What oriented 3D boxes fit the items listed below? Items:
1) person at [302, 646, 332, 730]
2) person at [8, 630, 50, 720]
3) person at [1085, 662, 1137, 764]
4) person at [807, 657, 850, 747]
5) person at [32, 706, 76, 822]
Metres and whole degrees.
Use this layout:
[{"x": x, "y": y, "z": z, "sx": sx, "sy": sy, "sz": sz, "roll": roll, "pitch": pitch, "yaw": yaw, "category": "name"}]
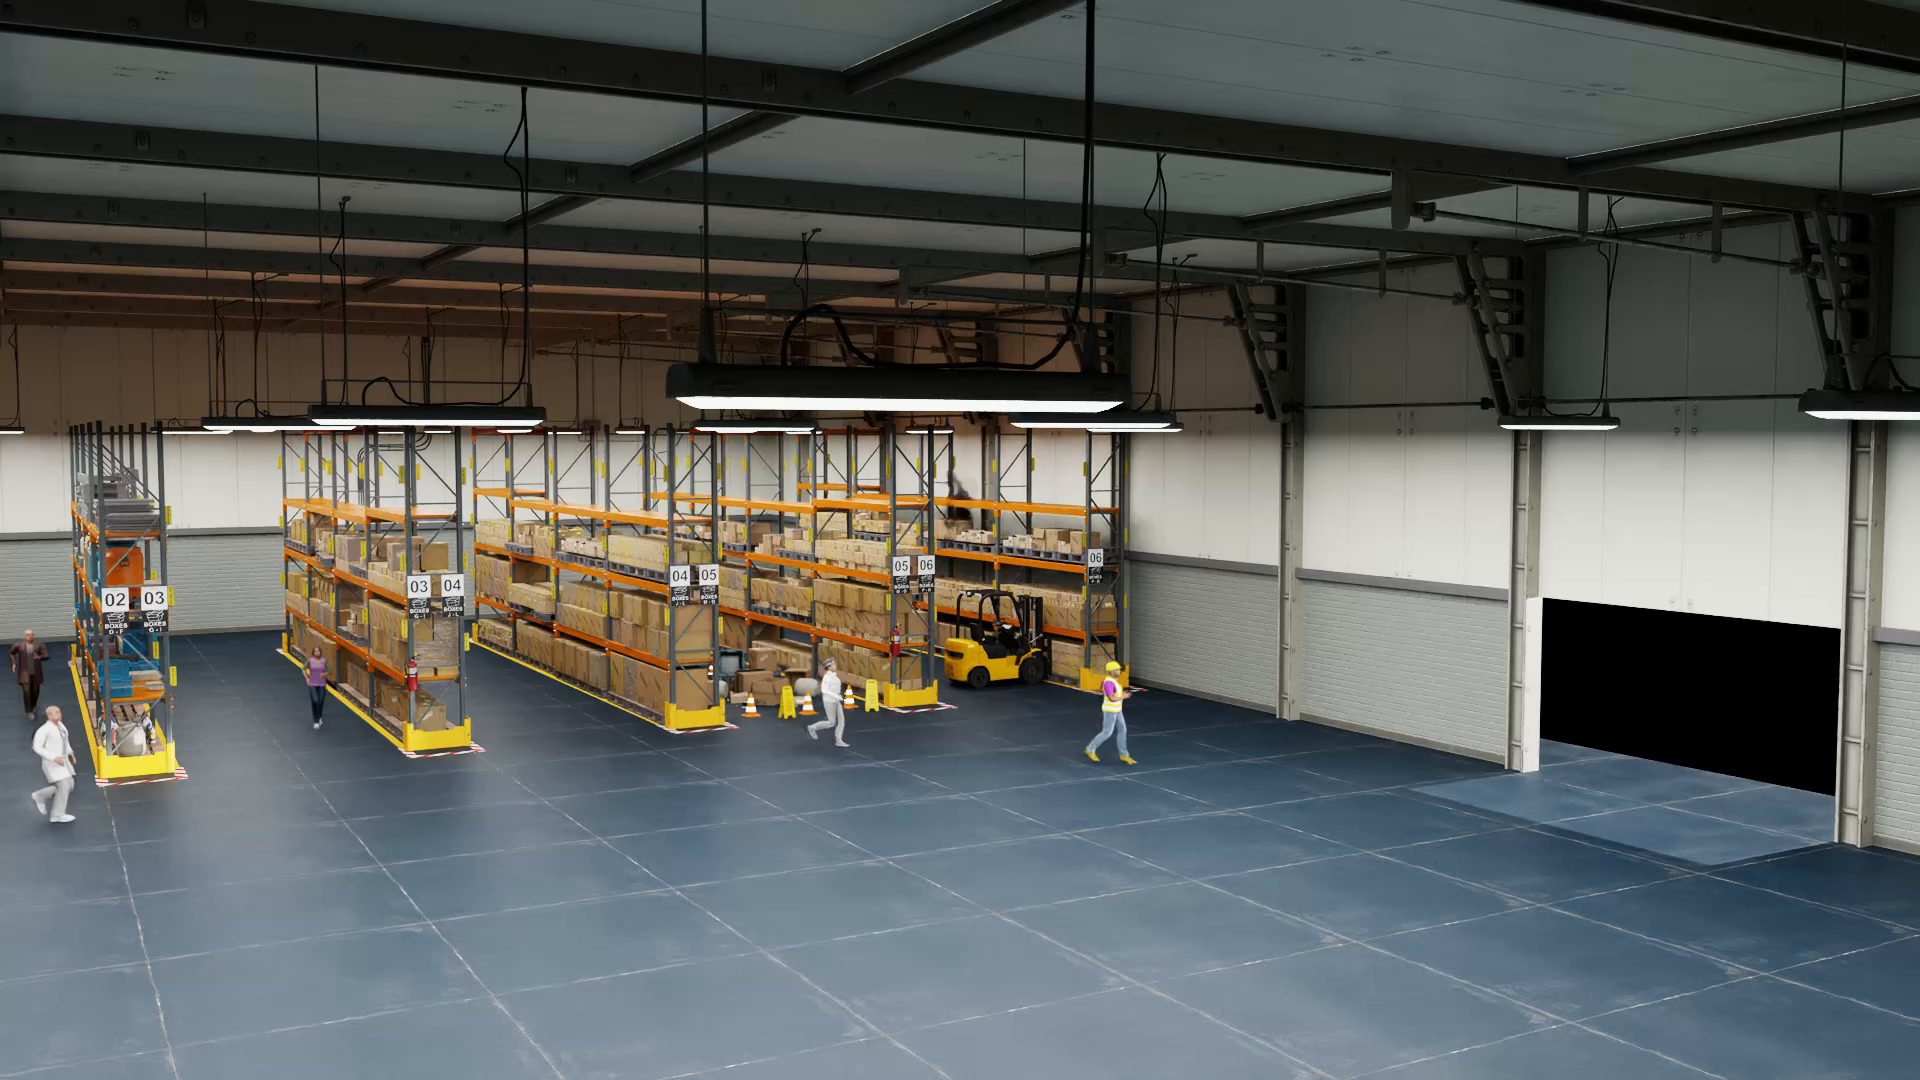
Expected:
[{"x": -12.679, "y": 2.917, "z": 32.827, "sx": 0.544, "sy": 1.632, "sz": 0.648, "roll": -2, "pitch": 4, "yaw": -29, "category": "person"}, {"x": -18.917, "y": 2.718, "z": 33.836, "sx": 0.695, "sy": 1.769, "sz": 1.046, "roll": -3, "pitch": 4, "yaw": -38, "category": "person"}, {"x": 2.638, "y": 3.018, "z": 29.077, "sx": 0.903, "sy": 1.794, "sz": 0.721, "roll": 1, "pitch": 4, "yaw": 17, "category": "person"}, {"x": -2.417, "y": 2.997, "z": 30.756, "sx": 0.797, "sy": 1.683, "sz": 0.621, "roll": 1, "pitch": 4, "yaw": 14, "category": "person"}, {"x": -13.514, "y": 3.332, "z": 24.722, "sx": 0.685, "sy": 1.714, "sz": 0.756, "roll": 0, "pitch": 4, "yaw": 0, "category": "person"}]
